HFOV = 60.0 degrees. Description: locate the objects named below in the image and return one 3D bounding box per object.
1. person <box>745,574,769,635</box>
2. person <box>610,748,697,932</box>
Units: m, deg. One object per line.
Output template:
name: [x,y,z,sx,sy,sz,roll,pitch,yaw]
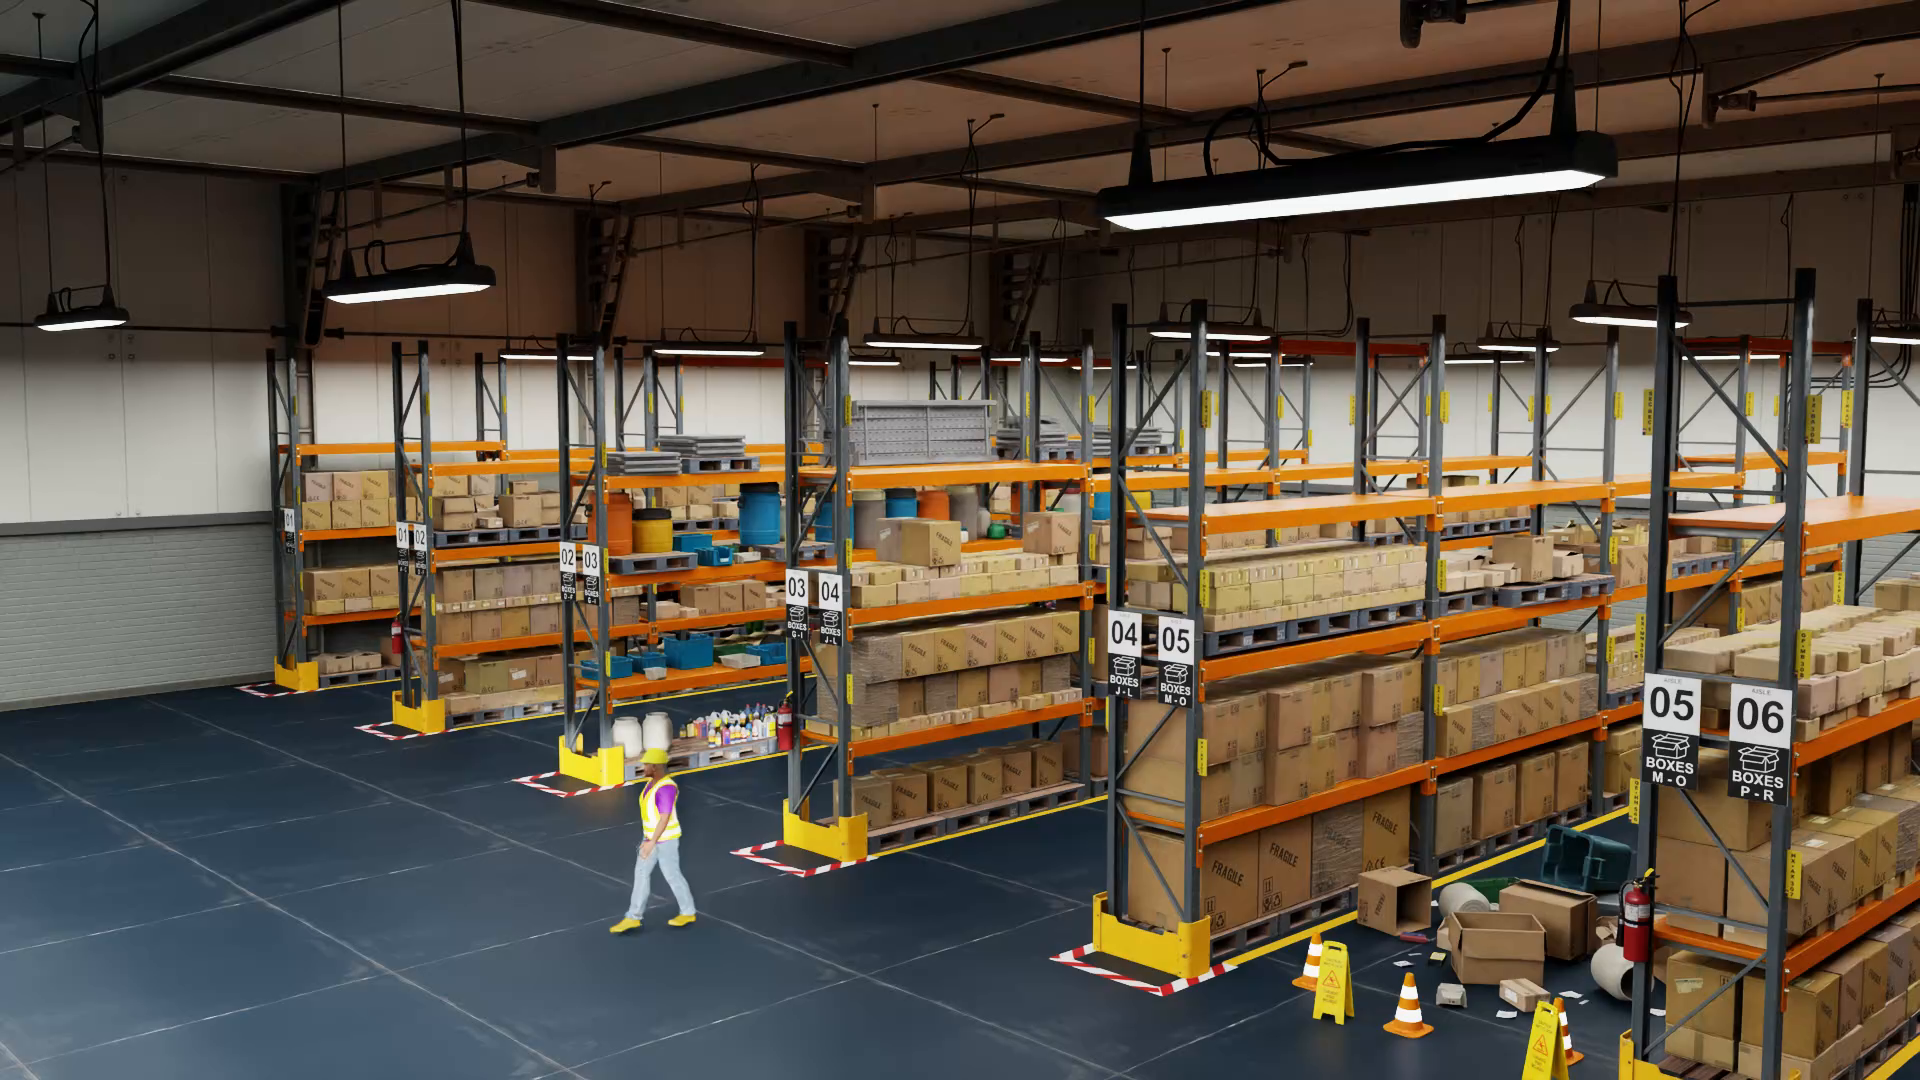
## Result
person: [-4.046,1.421,33.428,0.626,1.727,0.696,4,6,38]
person: [-2.984,2.888,16.093,0.849,1.746,0.607,-3,6,-31]
